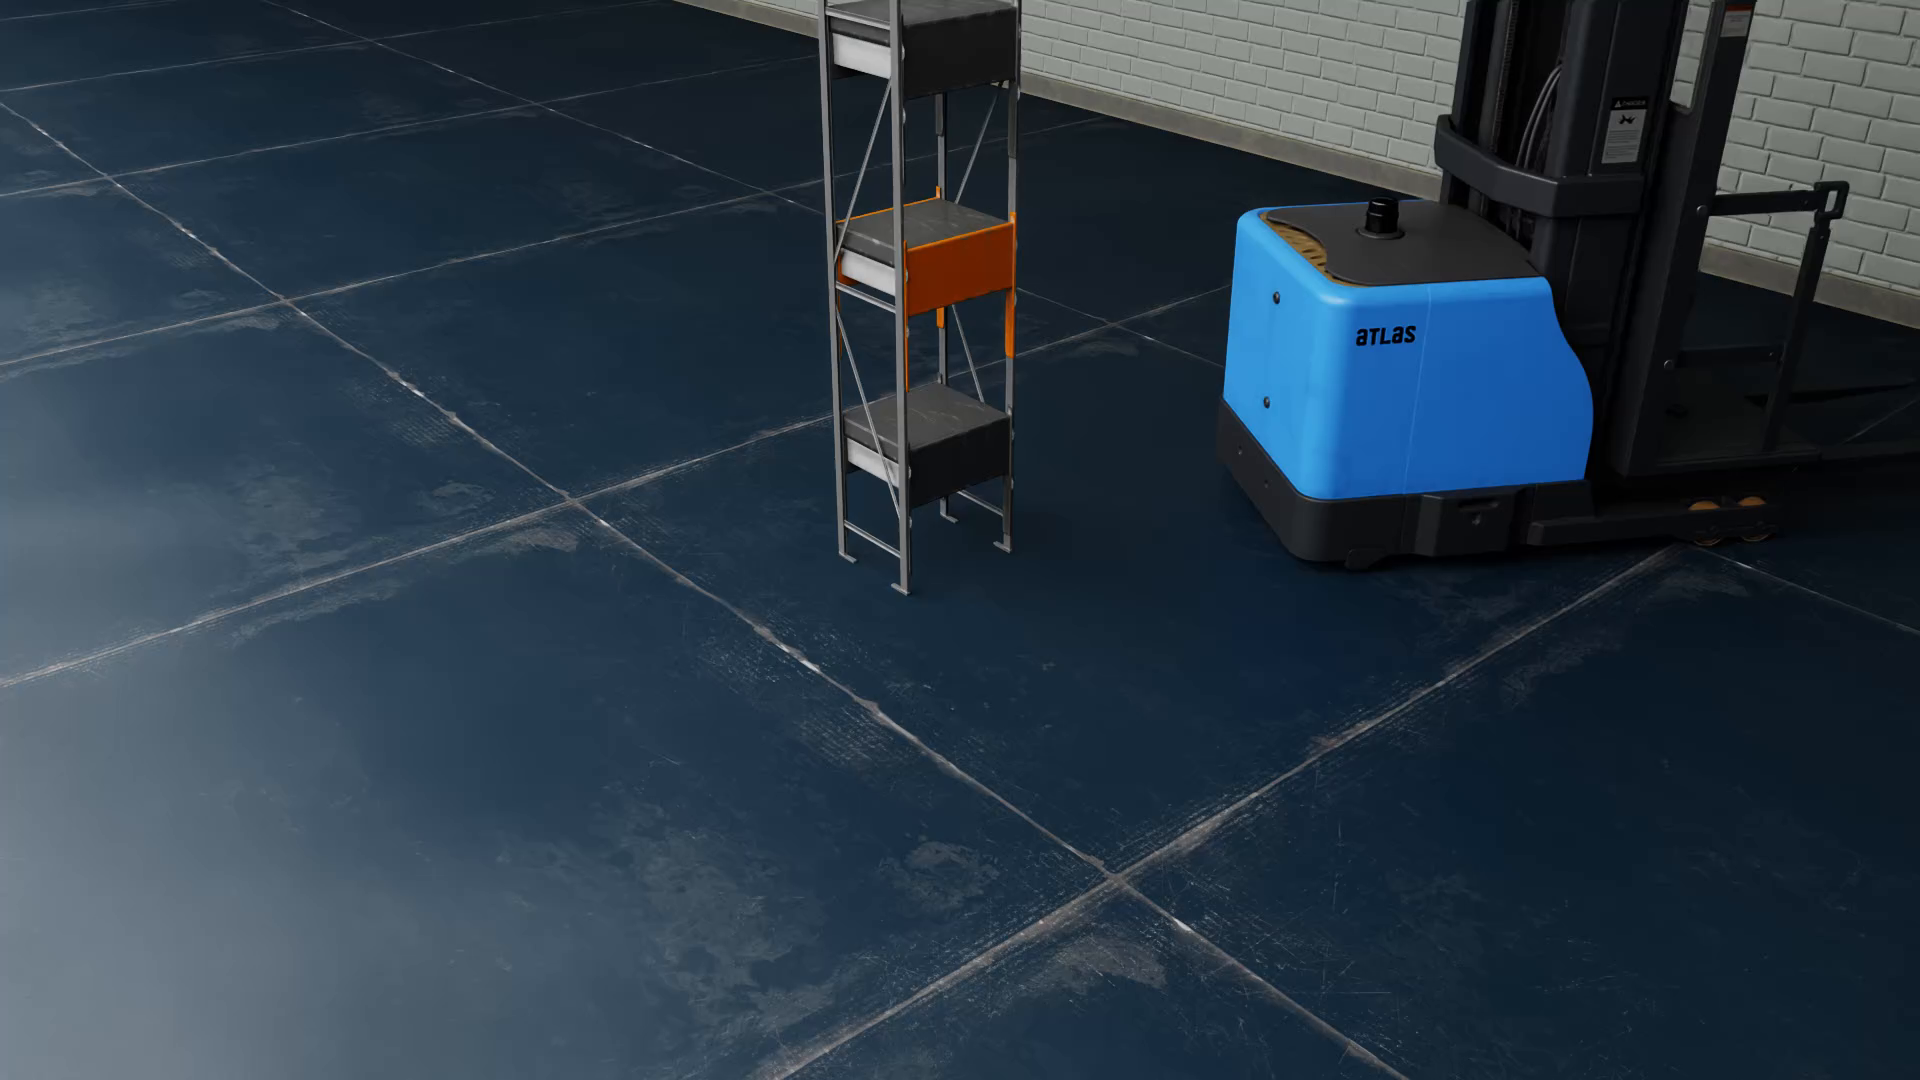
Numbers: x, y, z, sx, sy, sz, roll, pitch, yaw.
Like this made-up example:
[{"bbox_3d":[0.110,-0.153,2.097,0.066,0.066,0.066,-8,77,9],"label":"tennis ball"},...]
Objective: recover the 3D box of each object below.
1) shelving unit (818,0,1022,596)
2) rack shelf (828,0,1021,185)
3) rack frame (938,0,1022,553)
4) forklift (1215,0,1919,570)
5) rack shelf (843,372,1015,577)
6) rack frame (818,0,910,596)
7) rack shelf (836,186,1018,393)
[{"bbox_3d":[-0.126,-0.875,5.660,0.503,2.100,0.431,-22,35,-35],"label":"shelving unit"},{"bbox_3d":[-0.126,-1.481,5.337,0.480,0.518,0.431,-22,35,-35],"label":"rack shelf"},{"bbox_3d":[0.060,-0.950,5.800,0.015,2.100,0.400,-22,35,-35],"label":"rack frame"},{"bbox_3d":[2.607,-1.510,5.967,3.031,2.935,1.130,-5,28,-9],"label":"forklift"},{"bbox_3d":[-0.126,-0.246,5.997,0.480,0.518,0.431,-22,35,-35],"label":"rack shelf"},{"bbox_3d":[-0.312,-0.801,5.521,0.015,2.100,0.400,-22,35,-35],"label":"rack frame"},{"bbox_3d":[-0.126,-0.863,5.667,0.480,0.518,0.431,-22,35,-35],"label":"rack shelf"}]
